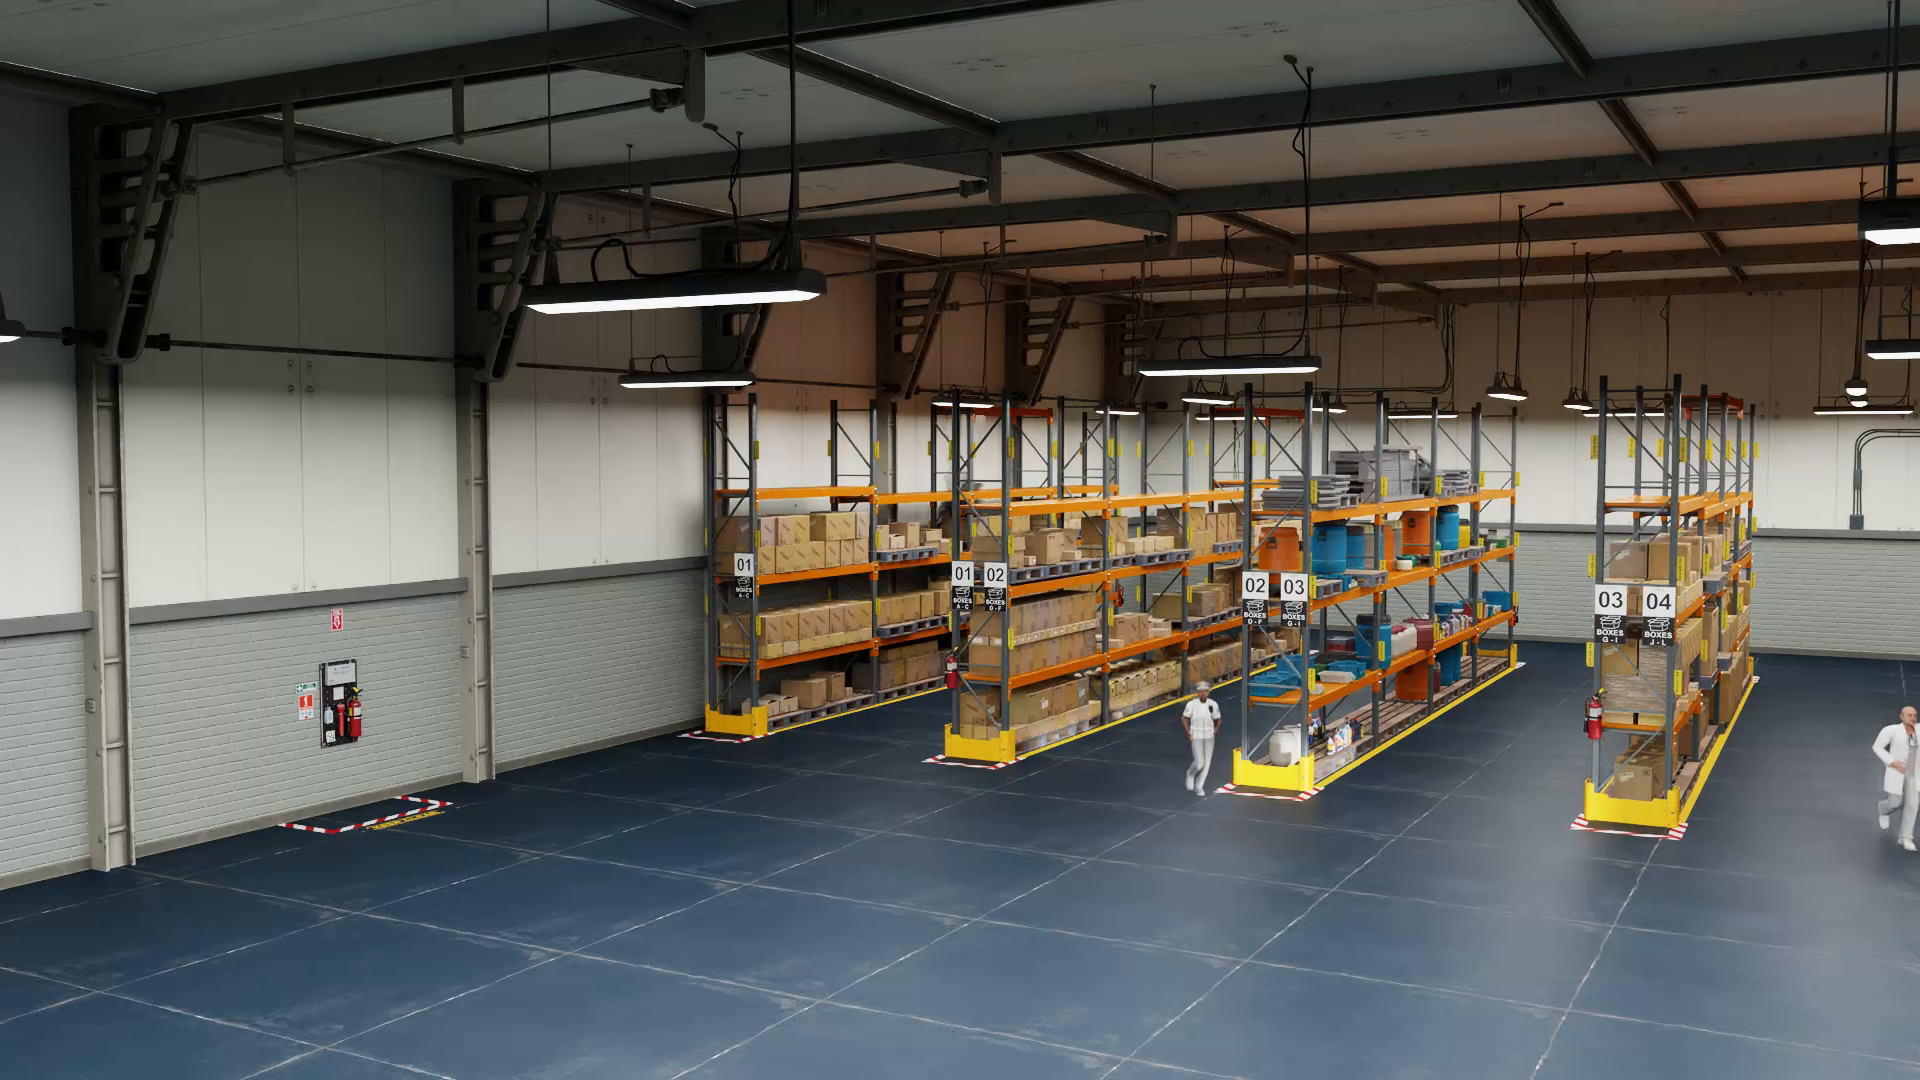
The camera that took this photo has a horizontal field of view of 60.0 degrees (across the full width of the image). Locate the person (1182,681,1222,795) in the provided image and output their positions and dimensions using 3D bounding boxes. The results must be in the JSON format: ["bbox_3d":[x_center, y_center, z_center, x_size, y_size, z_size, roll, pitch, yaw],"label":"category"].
[{"bbox_3d":[3.525,2.871,24.075,0.565,1.667,0.565,0,3,-5],"label":"person"}]

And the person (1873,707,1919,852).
[{"bbox_3d":[11.995,2.986,21.164,0.736,1.769,1.004,0,3,6],"label":"person"}]
